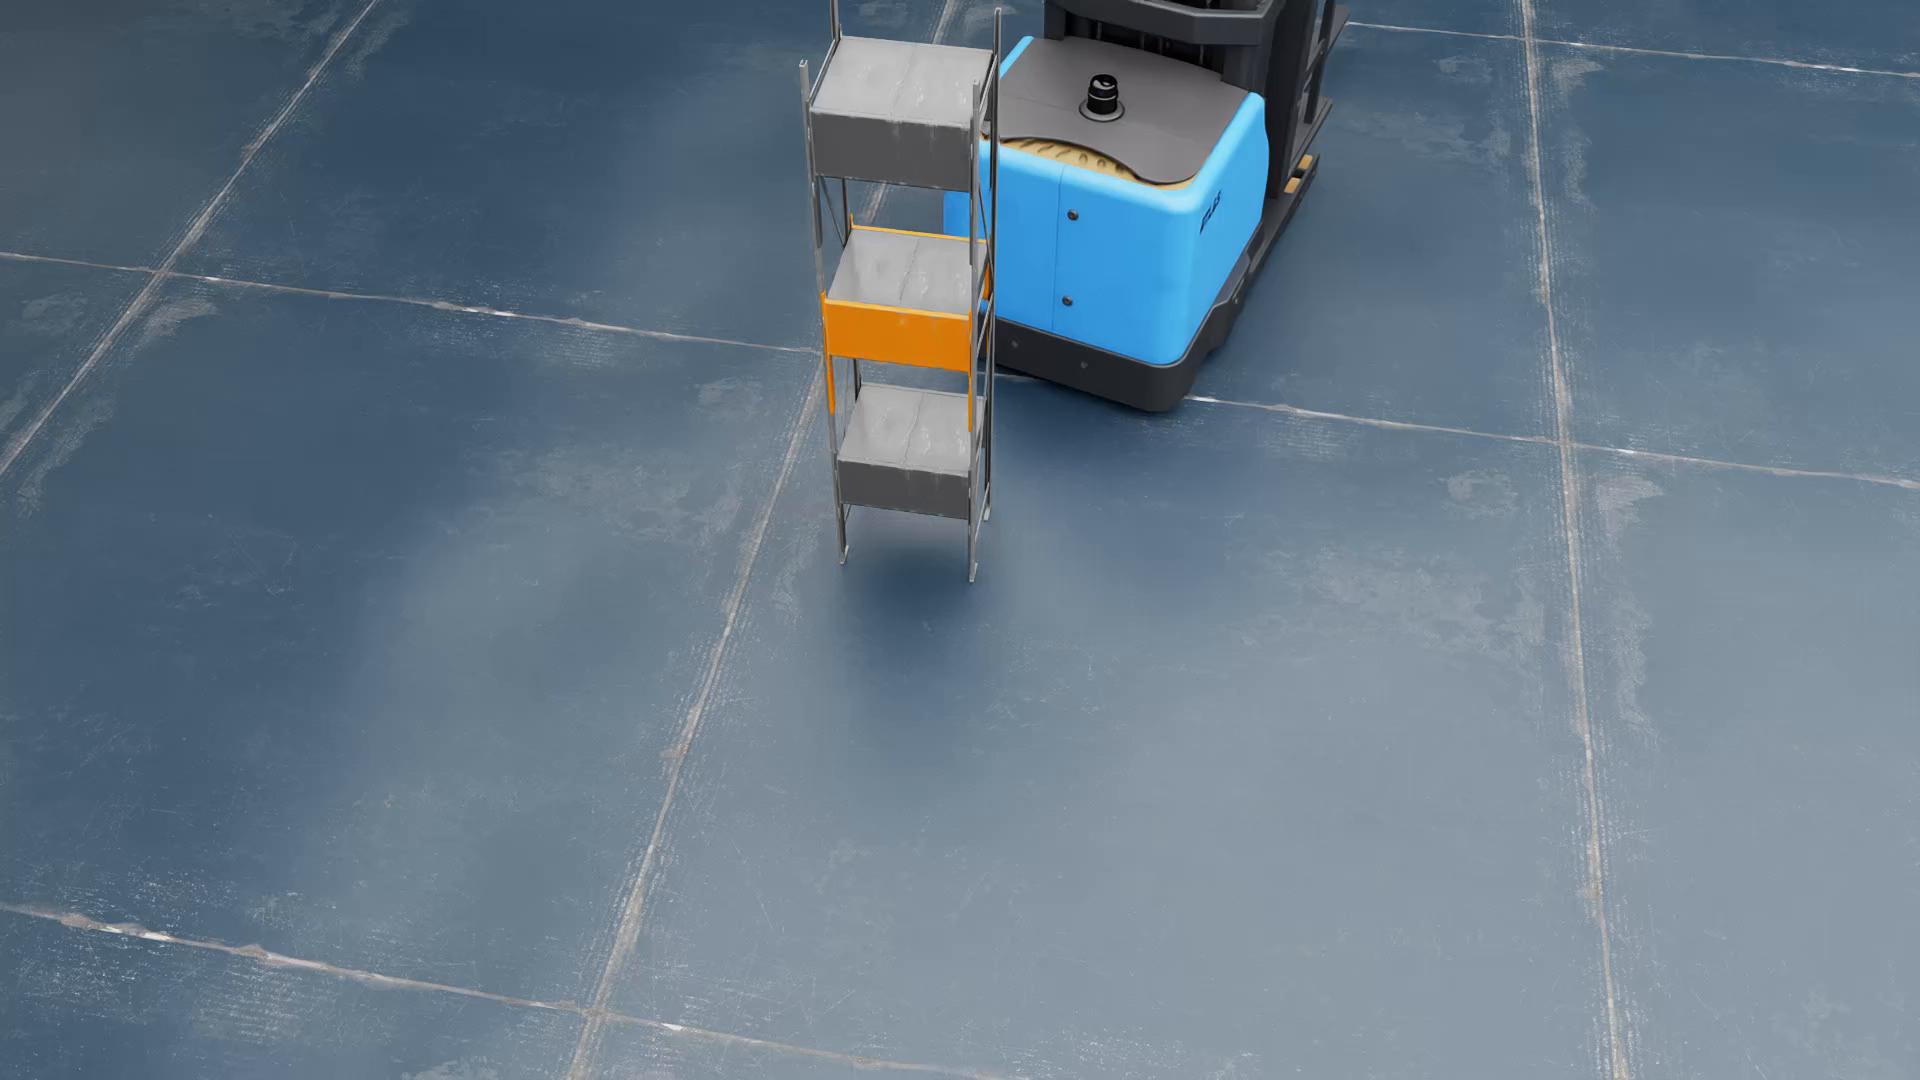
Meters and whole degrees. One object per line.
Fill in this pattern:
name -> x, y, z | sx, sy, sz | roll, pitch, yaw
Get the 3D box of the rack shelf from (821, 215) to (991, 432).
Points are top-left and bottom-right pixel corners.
rack shelf -> -0.163, -0.715, 5.499 | 0.480, 0.518, 0.431 | 8, 49, 7

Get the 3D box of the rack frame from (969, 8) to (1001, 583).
rack frame -> 0.077, -0.691, 5.460 | 0.015, 2.100, 0.400 | 8, 49, 7

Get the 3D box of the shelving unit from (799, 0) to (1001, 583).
shelving unit -> -0.163, -0.724, 5.489 | 0.503, 2.100, 0.431 | 8, 49, 7

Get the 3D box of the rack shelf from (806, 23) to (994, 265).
rack shelf -> -0.163, -1.182, 4.978 | 0.480, 0.518, 0.431 | 8, 49, 7

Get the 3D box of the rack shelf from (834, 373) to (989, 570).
rack shelf -> -0.163, -0.247, 6.019 | 0.480, 0.518, 0.431 | 8, 49, 7

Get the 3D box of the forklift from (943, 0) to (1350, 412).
forklift -> 1.007, -2.598, 6.614 | 1.130, 2.935, 3.031 | 19, 51, 17

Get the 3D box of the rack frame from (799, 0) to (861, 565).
rack frame -> -0.403, -0.756, 5.518 | 0.015, 2.100, 0.400 | 8, 49, 7
